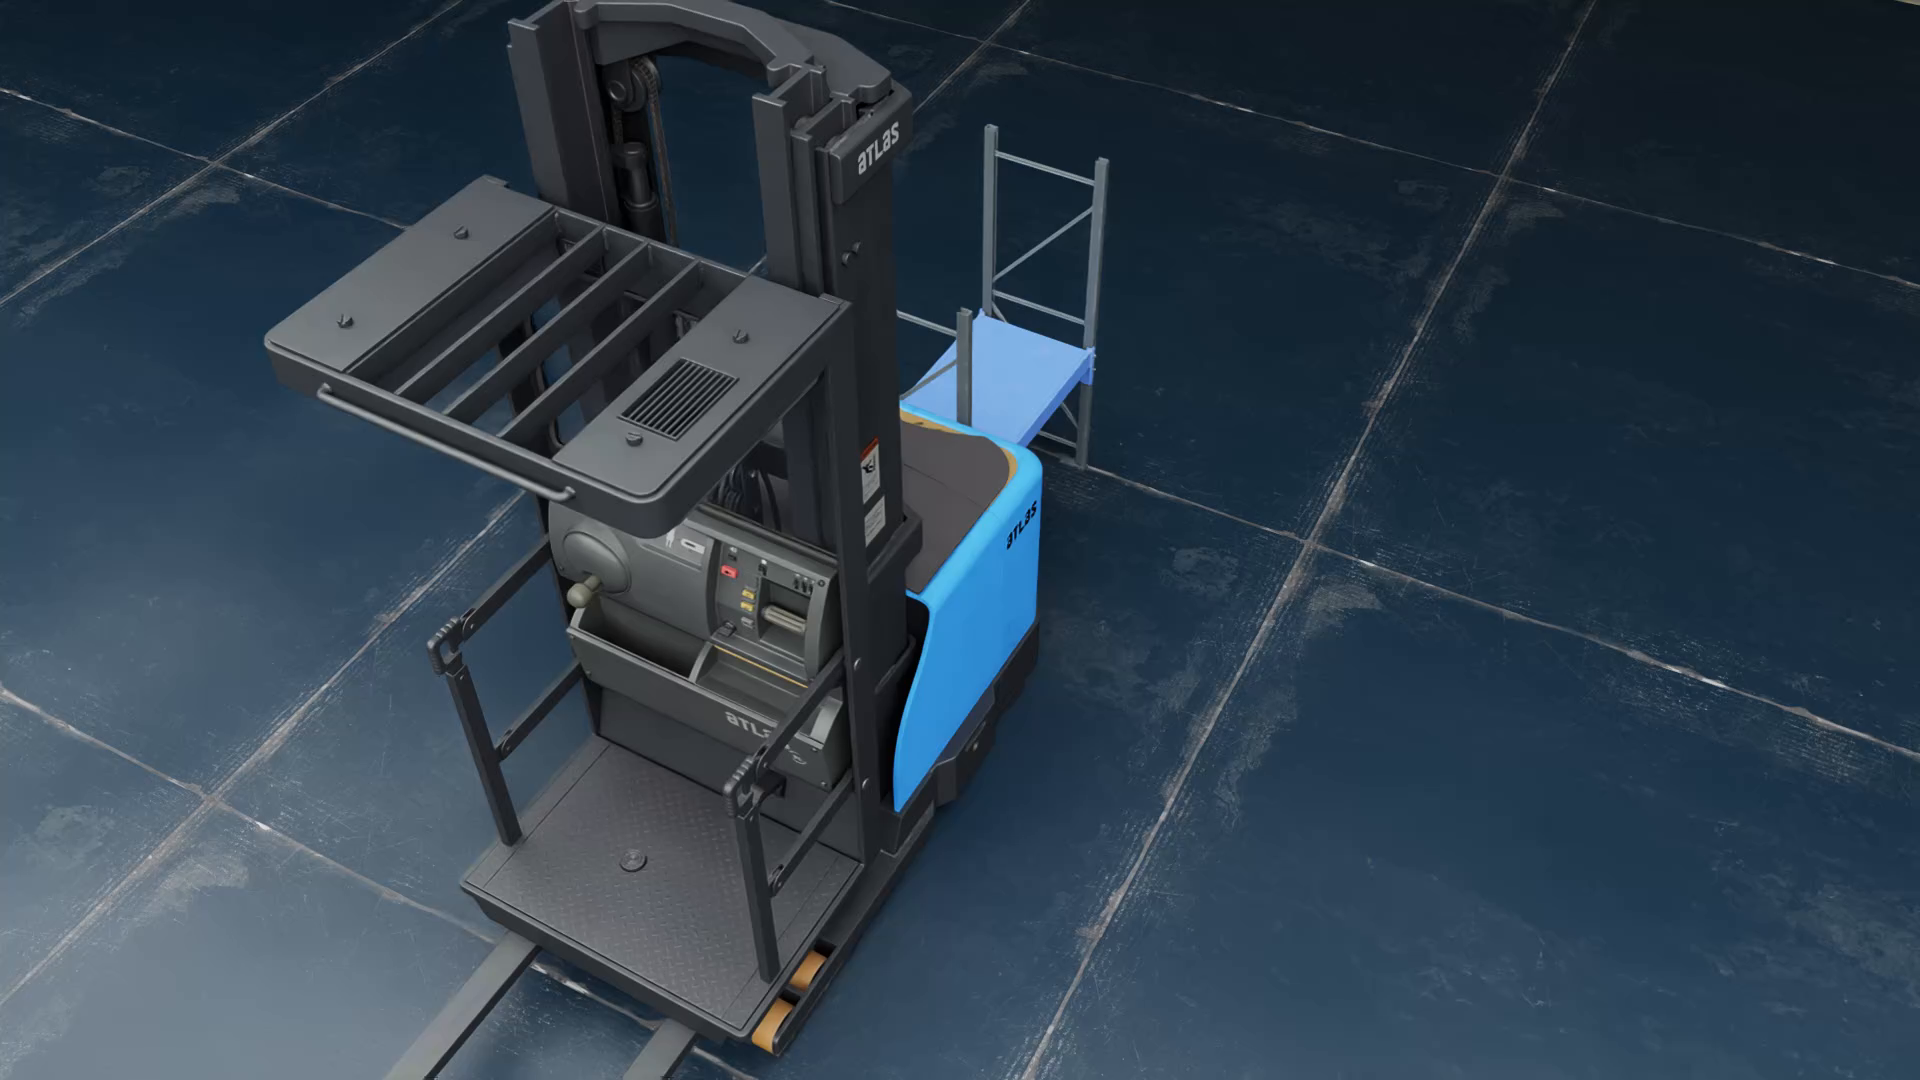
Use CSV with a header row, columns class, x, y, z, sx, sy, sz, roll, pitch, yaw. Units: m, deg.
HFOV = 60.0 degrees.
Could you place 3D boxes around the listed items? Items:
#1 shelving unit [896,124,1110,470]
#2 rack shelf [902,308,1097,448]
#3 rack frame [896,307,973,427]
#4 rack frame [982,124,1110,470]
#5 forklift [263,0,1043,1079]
class,x,y,z,sx,sy,sz,roll,pitch,yaw
shelving unit,0.065,-0.605,6.294,0.538,1.500,1.048,22,49,20
rack shelf,0.065,-0.479,6.422,0.538,0.185,1.000,22,49,20
rack frame,-0.184,-0.290,5.982,0.500,1.500,0.032,22,49,20
rack frame,0.315,-0.920,6.605,0.500,1.500,0.032,22,49,20
forklift,-0.868,0.183,4.508,1.130,2.935,3.031,22,49,20
